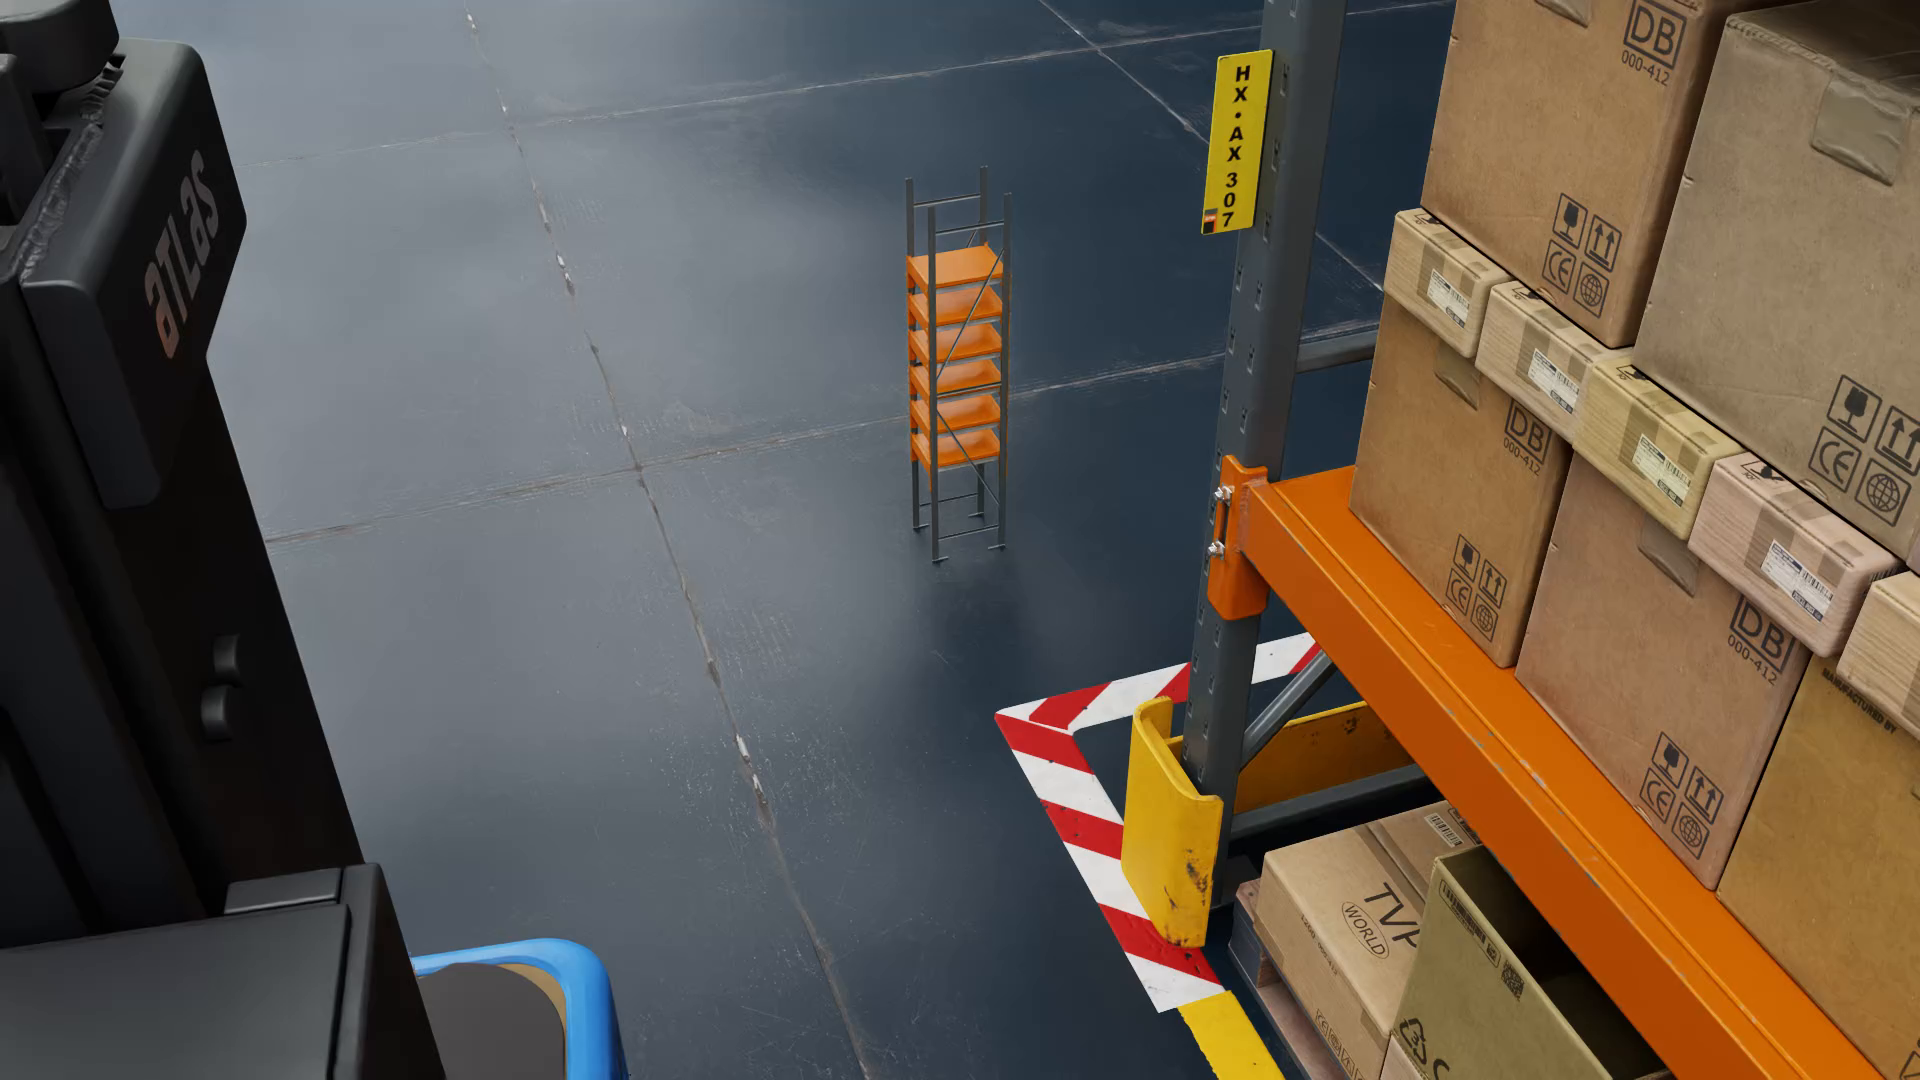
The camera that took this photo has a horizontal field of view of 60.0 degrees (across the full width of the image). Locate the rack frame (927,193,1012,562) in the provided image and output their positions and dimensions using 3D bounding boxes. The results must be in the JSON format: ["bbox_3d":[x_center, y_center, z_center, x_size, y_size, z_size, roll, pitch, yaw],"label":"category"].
[{"bbox_3d":[0.027,-0.436,4.831,0.240,1.200,0.006,-12,39,-16],"label":"rack frame"}]

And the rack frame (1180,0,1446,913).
[{"bbox_3d":[1.001,-0.418,3.312,1.000,3.000,0.127,-12,39,-16],"label":"rack frame"}]

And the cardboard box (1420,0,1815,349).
[{"bbox_3d":[1.168,-0.680,2.499,0.700,0.500,0.500,-12,39,-16],"label":"cardboard box"}]

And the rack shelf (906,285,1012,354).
[{"bbox_3d":[-0.005,-0.644,4.782,0.258,0.103,0.180,-12,39,-16],"label":"rack shelf"}]

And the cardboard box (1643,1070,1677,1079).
[{"bbox_3d":[1.335,1.124,2.578,0.500,0.500,0.500,-12,39,-16],"label":"cardboard box"}]

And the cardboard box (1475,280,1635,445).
[{"bbox_3d":[1.027,-0.303,2.536,0.380,0.149,0.250,-13,39,-17],"label":"cardboard box"}]

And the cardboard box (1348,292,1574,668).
[{"bbox_3d":[1.150,-0.192,2.929,0.700,0.500,0.500,-12,39,-16],"label":"cardboard box"}]

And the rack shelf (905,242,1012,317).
[{"bbox_3d":[-0.005,-0.739,4.710,0.258,0.103,0.180,-12,39,-16],"label":"rack shelf"}]

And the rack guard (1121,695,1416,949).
[{"bbox_3d":[0.993,0.567,4.082,1.175,0.500,0.348,-12,39,-16],"label":"rack guard"}]

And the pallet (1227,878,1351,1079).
[{"bbox_3d":[1.303,1.119,3.589,1.003,0.211,1.213,-12,39,-16],"label":"pallet"}]

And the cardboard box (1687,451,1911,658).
[{"bbox_3d":[1.196,-0.018,2.159,0.380,0.149,0.250,-13,39,-17],"label":"cardboard box"}]

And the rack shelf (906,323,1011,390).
[{"bbox_3d":[-0.005,-0.548,4.854,0.258,0.103,0.180,-12,39,-16],"label":"rack shelf"}]

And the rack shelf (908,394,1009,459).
[{"bbox_3d":[-0.005,-0.356,4.999,0.258,0.103,0.180,-12,39,-16],"label":"rack shelf"}]

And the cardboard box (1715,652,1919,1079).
[{"bbox_3d":[1.500,0.385,2.162,0.700,0.500,0.500,-12,39,-16],"label":"cardboard box"}]

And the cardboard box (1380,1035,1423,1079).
[{"bbox_3d":[1.152,1.143,3.176,0.500,0.250,0.500,-12,39,-16],"label":"cardboard box"}]

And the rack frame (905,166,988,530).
[{"bbox_3d":[-0.036,-0.539,4.968,0.240,1.200,0.006,-12,39,-16],"label":"rack frame"}]

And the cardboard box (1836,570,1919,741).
[{"bbox_3d":[1.291,0.132,1.960,0.380,0.149,0.250,-14,39,-17],"label":"cardboard box"}]

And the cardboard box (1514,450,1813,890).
[{"bbox_3d":[1.335,0.104,2.536,0.700,0.500,0.500,-11,38,-15],"label":"cardboard box"}]

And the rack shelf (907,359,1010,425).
[{"bbox_3d":[-0.005,-0.452,4.927,0.258,0.103,0.180,-12,39,-16],"label":"rack shelf"}]

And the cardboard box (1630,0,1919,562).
[{"bbox_3d":[1.354,-0.384,2.106,0.700,0.500,0.500,-13,39,-17],"label":"cardboard box"}]

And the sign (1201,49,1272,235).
[{"bbox_3d":[0.478,-0.684,2.880,0.100,0.325,0.005,-12,39,-16],"label":"sign"}]

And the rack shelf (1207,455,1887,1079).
[{"bbox_3d":[1.689,0.999,2.029,1.077,0.370,4.000,-12,39,-16],"label":"rack shelf"}]

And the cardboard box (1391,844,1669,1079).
[{"bbox_3d":[1.150,0.844,2.950,0.500,0.500,0.500,-12,39,-16],"label":"cardboard box"}]

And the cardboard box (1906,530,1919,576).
[{"bbox_3d":[1.528,-0.100,1.728,0.700,0.500,0.500,-12,39,-16],"label":"cardboard box"}]

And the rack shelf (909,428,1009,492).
[{"bbox_3d":[-0.005,-0.260,5.071,0.258,0.103,0.180,-12,39,-16],"label":"rack shelf"}]

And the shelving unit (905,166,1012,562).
[{"bbox_3d":[-0.005,-0.487,4.900,0.258,1.200,0.189,-12,39,-16],"label":"shelving unit"}]

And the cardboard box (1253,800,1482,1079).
[{"bbox_3d":[0.977,0.861,3.550,0.500,0.250,0.500,-12,39,-16],"label":"cardboard box"}]

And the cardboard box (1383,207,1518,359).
[{"bbox_3d":[0.934,-0.451,2.734,0.380,0.149,0.250,-13,39,-16],"label":"cardboard box"}]

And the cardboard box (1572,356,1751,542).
[{"bbox_3d":[1.112,-0.161,2.349,0.380,0.149,0.250,-12,39,-16],"label":"cardboard box"}]
